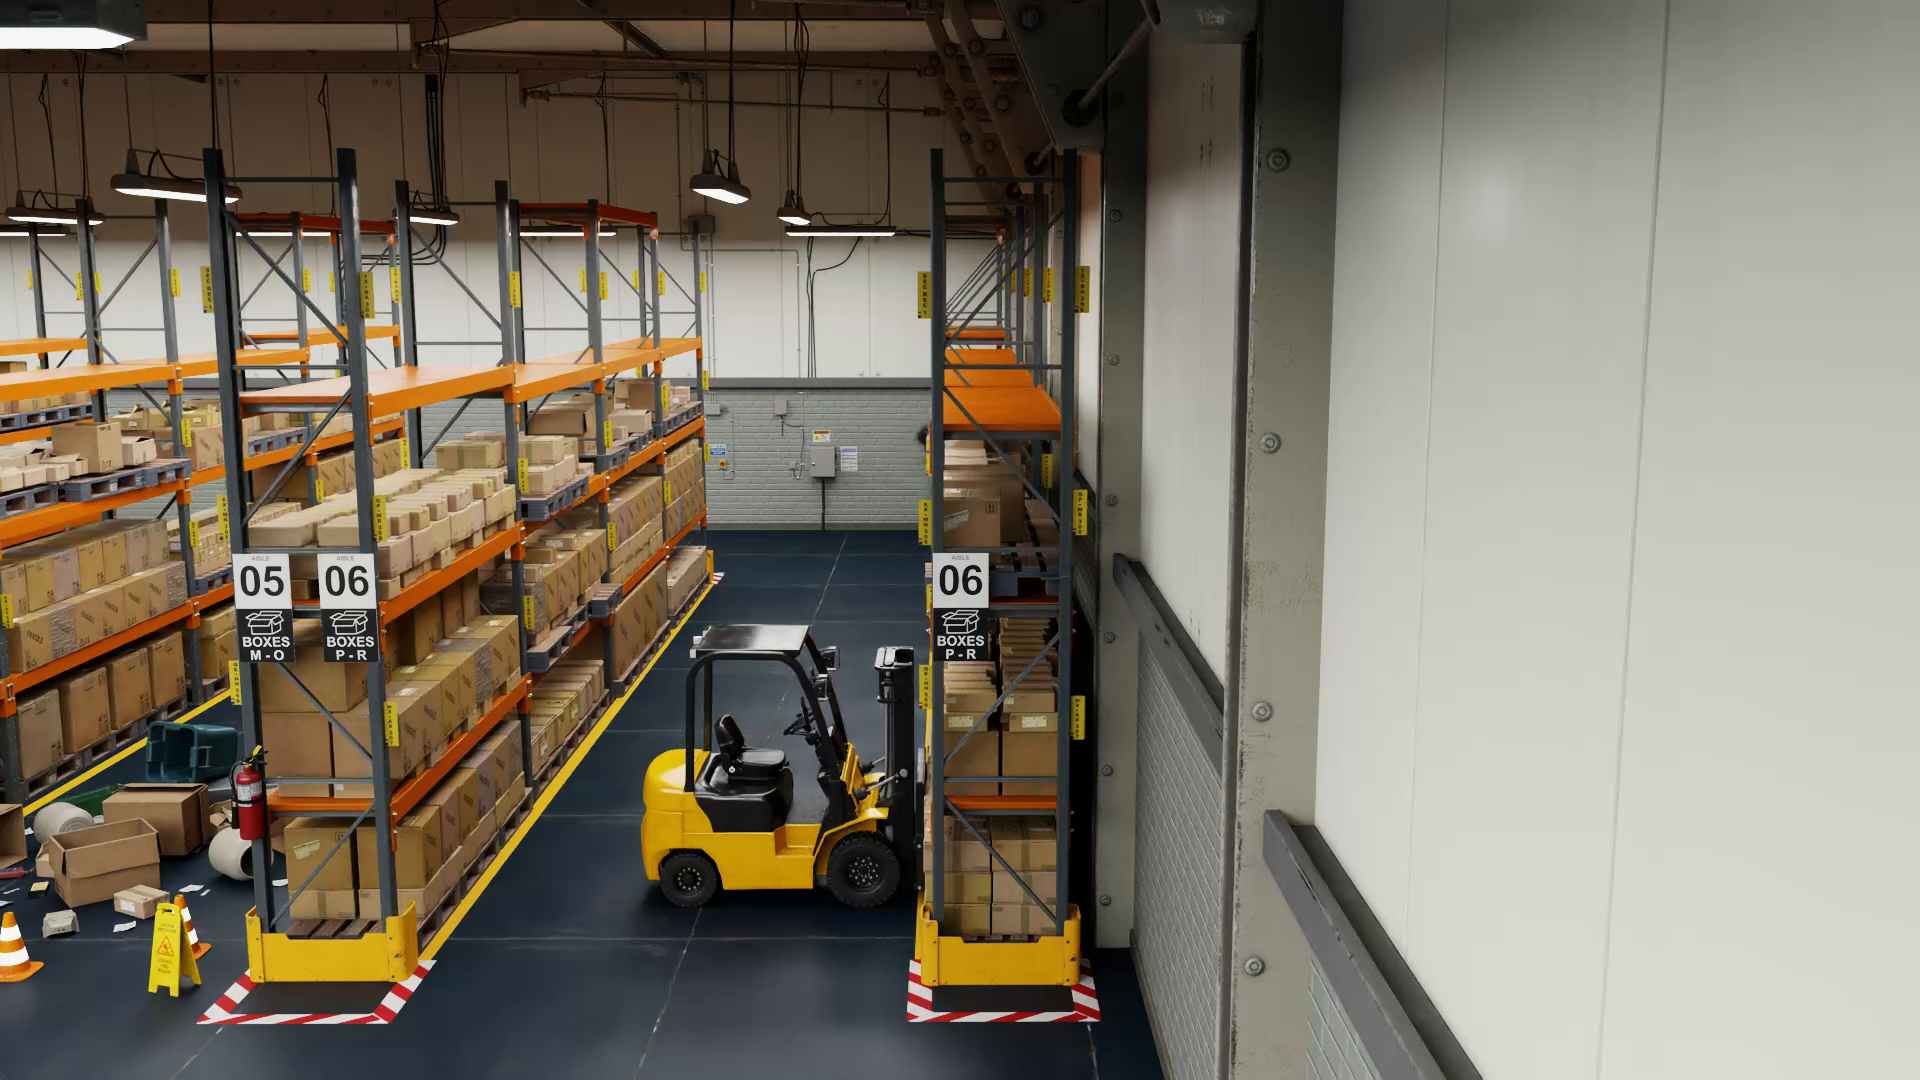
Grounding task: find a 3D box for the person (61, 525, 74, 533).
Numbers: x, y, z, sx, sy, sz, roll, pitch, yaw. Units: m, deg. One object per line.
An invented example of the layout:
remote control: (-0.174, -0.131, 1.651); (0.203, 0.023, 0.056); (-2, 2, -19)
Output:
person: (-12.861, 0.557, 24.130); (0.542, 1.573, 0.694); (-1, 9, -8)
